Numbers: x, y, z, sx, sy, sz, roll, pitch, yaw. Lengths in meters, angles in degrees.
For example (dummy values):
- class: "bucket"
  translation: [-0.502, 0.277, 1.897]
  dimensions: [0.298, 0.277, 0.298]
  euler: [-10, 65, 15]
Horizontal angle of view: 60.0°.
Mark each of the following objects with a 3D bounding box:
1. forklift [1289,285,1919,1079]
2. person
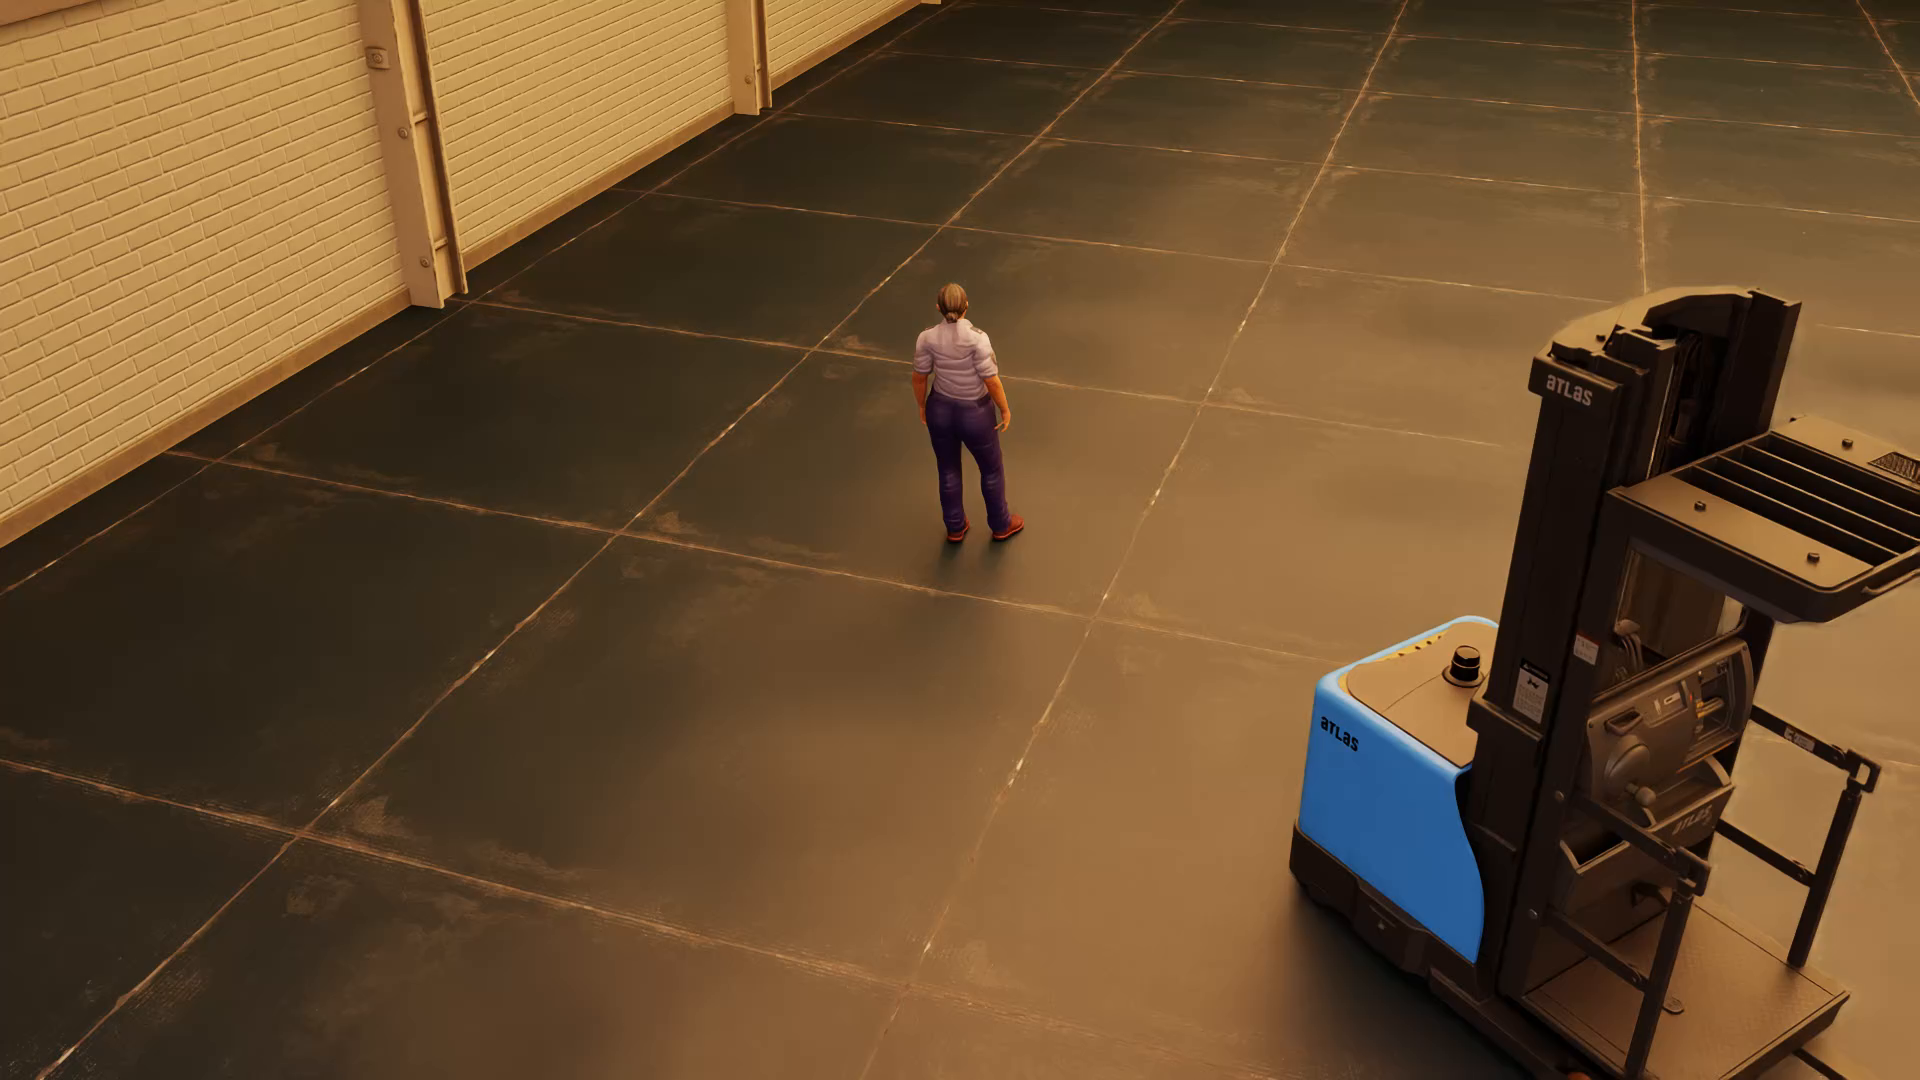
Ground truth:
- class: "forklift"
  translation: [2.697, 0.713, 5.886]
  dimensions: [1.130, 2.935, 3.031]
  euler: [-18, 34, -29]
- class: "person"
  translation: [0.051, -0.757, 9.754]
  dimensions: [0.598, 1.643, 0.502]
  euler: [10, 31, 16]
